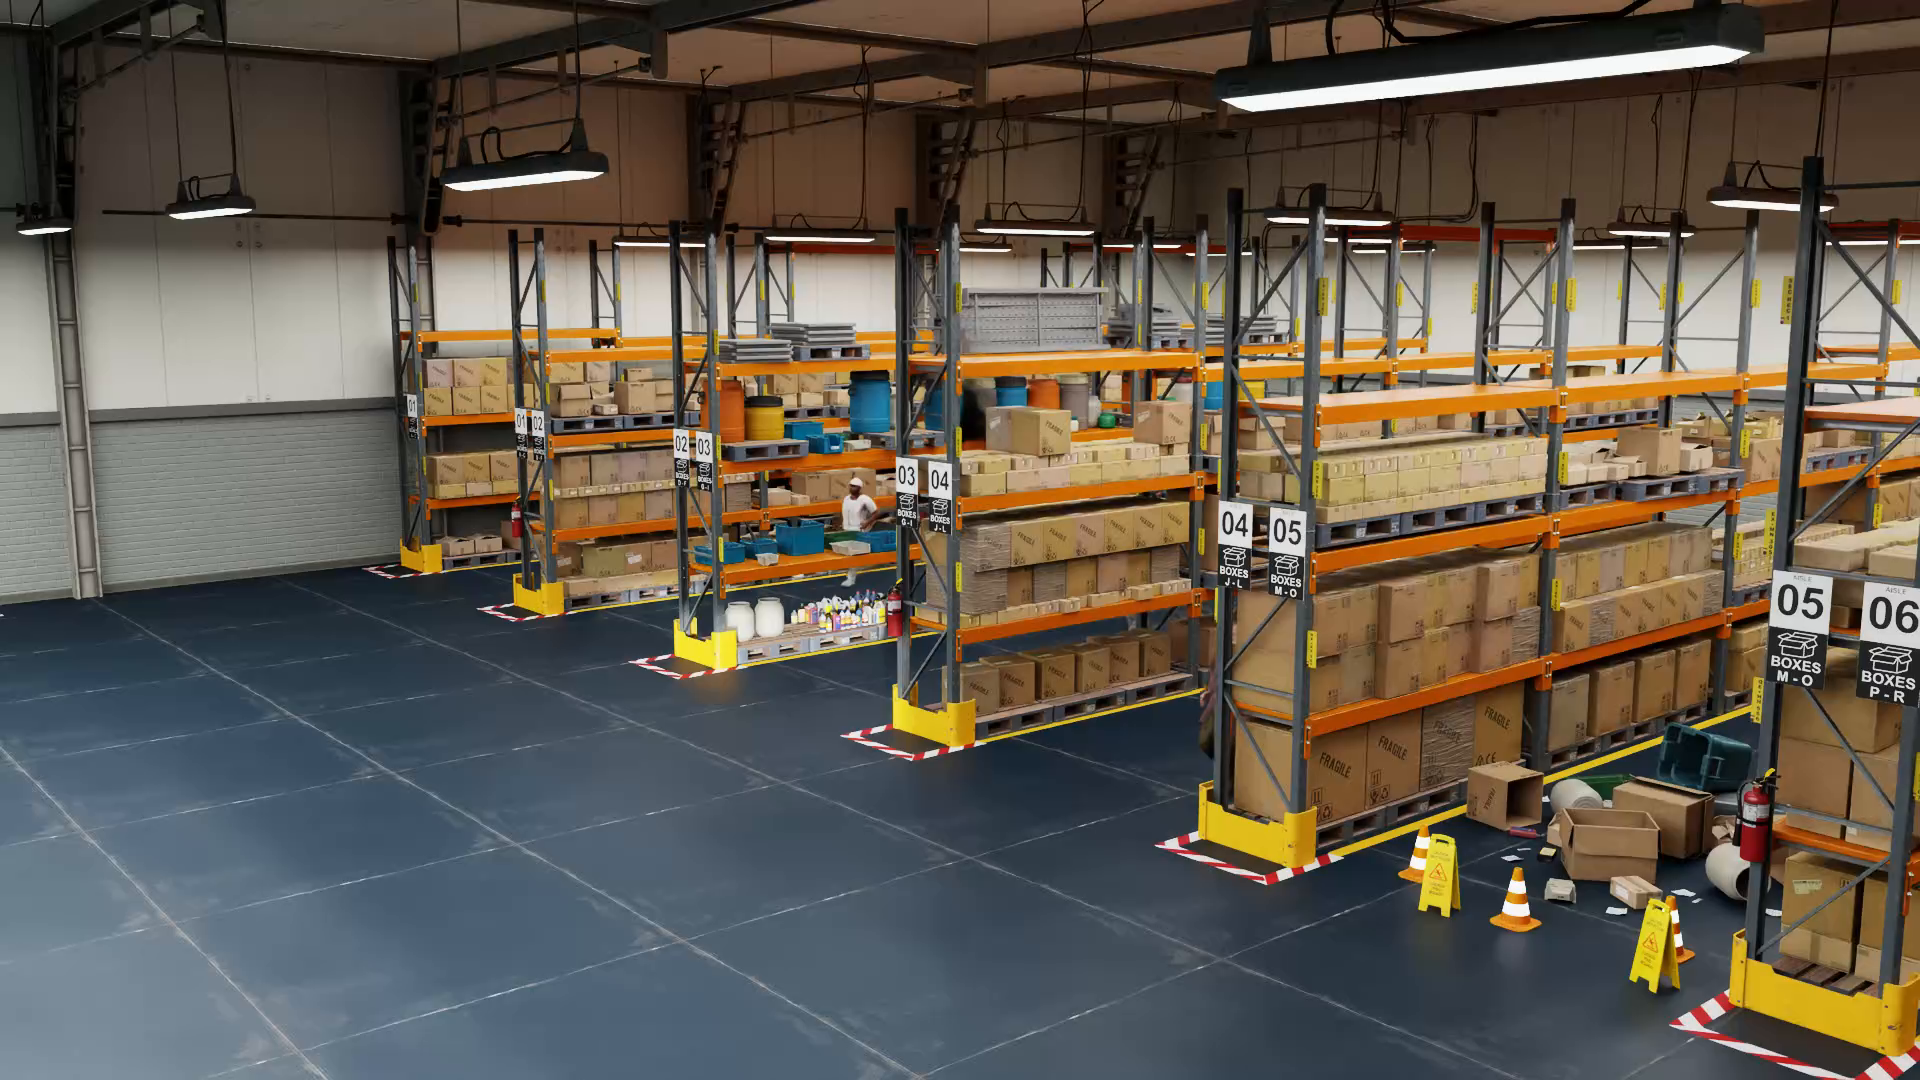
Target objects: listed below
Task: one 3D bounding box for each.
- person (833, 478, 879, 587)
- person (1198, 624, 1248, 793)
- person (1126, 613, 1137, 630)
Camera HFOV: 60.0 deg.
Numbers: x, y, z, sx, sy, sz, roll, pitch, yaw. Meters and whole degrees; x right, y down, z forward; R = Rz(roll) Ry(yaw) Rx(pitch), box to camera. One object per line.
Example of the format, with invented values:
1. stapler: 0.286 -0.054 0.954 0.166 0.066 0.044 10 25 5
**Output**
1. person: -1.679 -0.147 27.164 0.699 1.750 0.758 7 11 37
2. person: 2.708 1.718 16.931 0.694 1.729 0.615 8 12 42
3. person: 2.329 0.523 23.061 0.571 1.640 0.550 -8 12 -42
